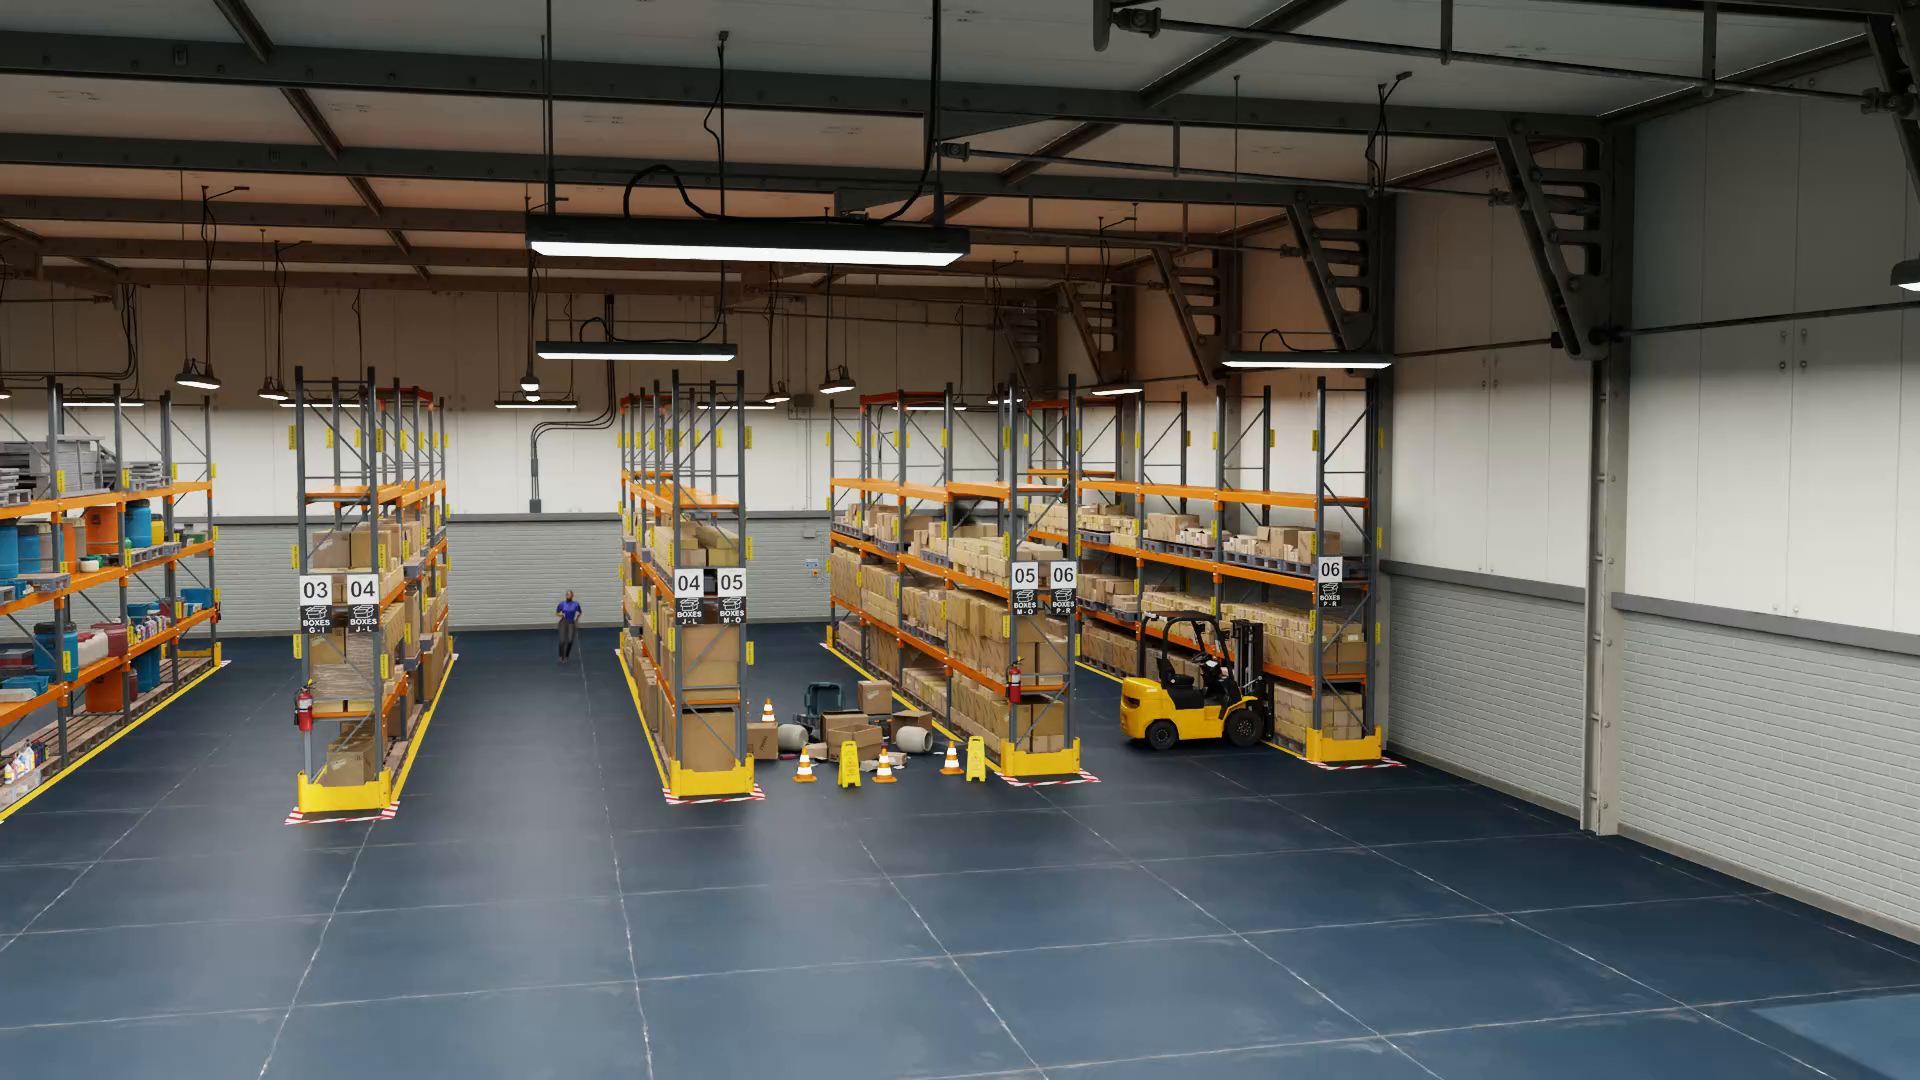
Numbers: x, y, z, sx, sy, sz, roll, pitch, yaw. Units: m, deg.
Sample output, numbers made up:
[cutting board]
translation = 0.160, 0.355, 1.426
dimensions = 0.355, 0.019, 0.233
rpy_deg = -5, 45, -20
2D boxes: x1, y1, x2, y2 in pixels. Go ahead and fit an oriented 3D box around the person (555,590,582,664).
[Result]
[person]
translation = -8.805, 2.012, 37.399
dimensions = 0.581, 1.594, 0.692
rpy_deg = -1, 3, -12
